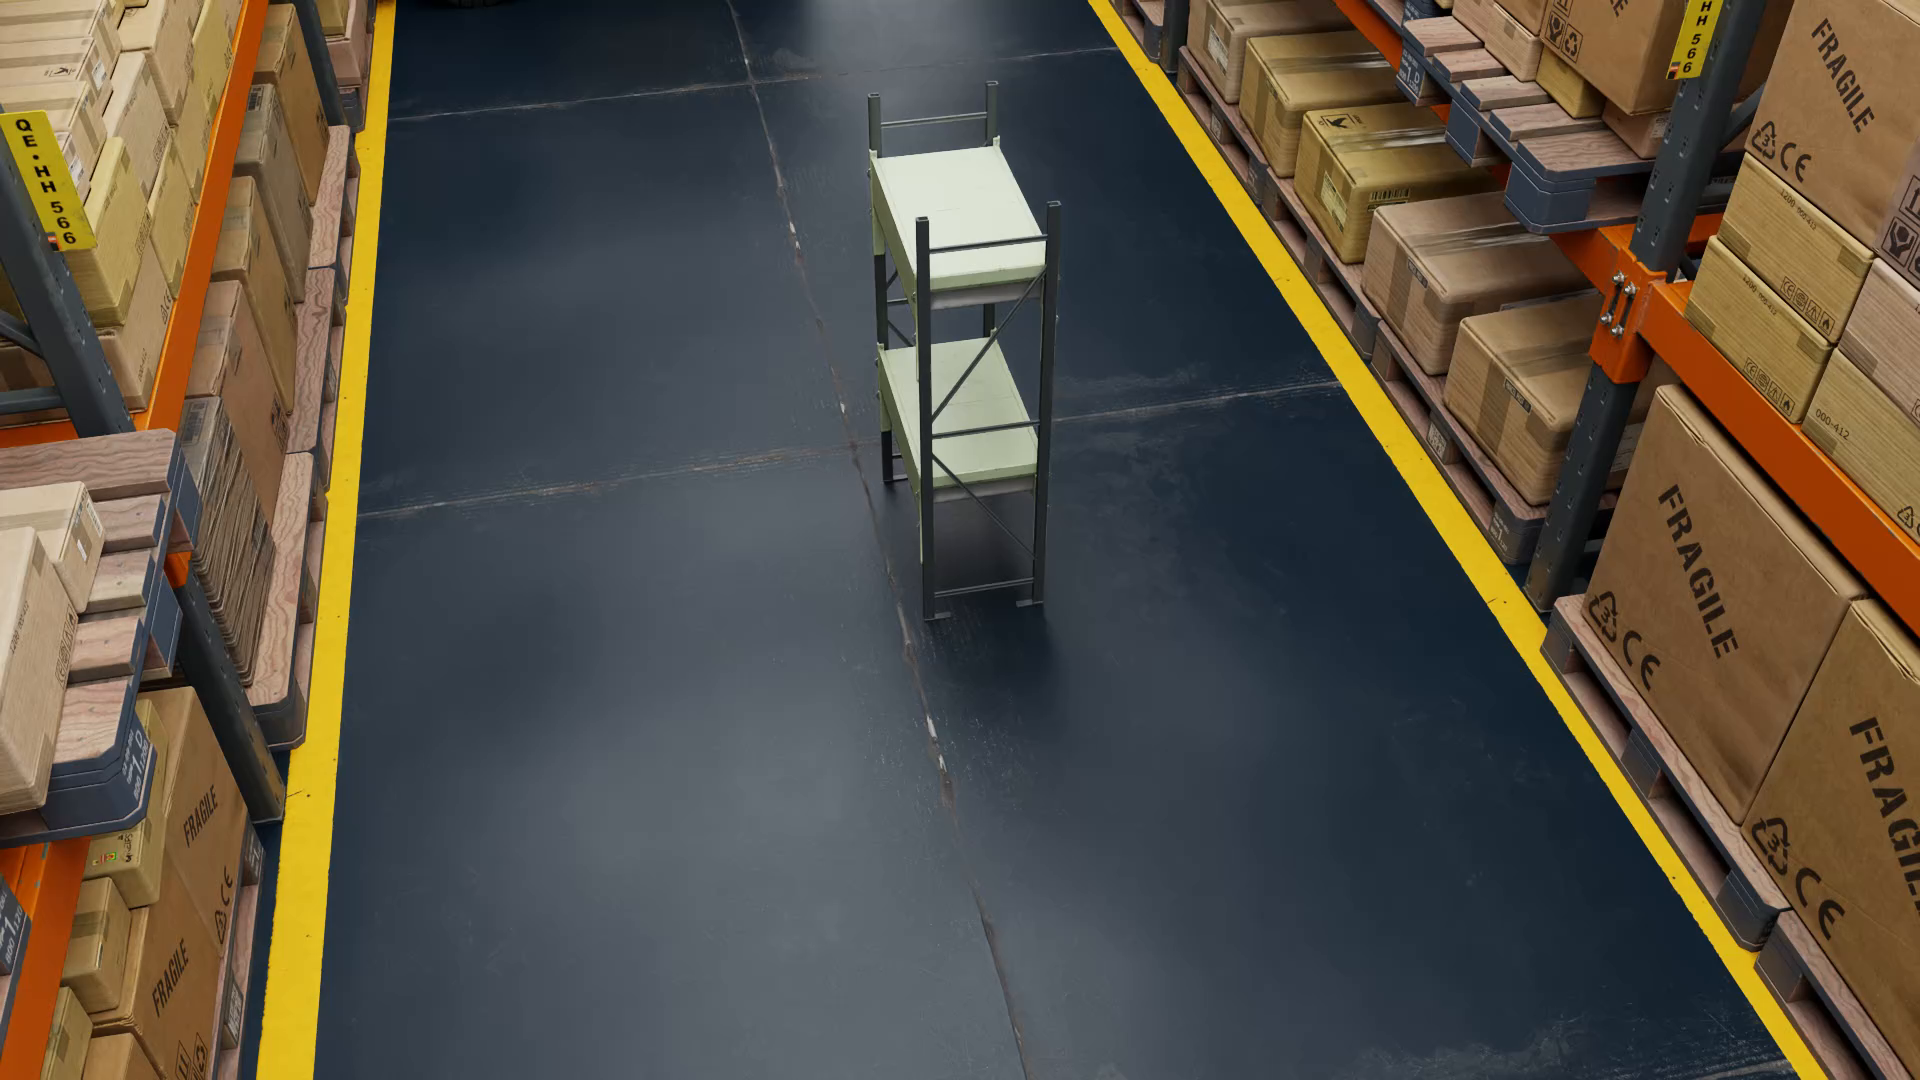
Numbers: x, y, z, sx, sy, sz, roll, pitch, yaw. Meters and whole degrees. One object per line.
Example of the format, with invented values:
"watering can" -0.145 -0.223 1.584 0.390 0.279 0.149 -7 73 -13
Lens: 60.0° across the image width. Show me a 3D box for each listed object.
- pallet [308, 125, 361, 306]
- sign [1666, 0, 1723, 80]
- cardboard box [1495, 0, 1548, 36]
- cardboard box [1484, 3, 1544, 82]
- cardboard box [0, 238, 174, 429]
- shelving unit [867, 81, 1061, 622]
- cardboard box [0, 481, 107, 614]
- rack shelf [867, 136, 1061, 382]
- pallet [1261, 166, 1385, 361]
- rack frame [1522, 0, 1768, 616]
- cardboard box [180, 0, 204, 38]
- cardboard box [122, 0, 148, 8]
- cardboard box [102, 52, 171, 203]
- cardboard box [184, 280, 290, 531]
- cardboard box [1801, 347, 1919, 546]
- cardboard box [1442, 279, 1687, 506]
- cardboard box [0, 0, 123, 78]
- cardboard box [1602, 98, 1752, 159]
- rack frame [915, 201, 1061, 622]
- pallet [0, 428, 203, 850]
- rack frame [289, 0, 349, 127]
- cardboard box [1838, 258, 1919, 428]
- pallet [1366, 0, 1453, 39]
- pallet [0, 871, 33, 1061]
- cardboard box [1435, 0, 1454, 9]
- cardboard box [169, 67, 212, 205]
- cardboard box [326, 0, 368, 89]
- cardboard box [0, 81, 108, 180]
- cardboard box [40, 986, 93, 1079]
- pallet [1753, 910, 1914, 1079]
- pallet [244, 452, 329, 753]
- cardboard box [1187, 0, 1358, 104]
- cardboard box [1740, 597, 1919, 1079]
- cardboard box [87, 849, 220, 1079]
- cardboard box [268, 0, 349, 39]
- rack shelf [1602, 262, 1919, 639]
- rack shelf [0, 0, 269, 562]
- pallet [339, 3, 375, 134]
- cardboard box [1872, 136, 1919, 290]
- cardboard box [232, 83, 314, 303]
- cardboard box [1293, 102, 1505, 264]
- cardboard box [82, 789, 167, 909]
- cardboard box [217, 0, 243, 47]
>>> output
"pallet" -3.132 -1.349 7.111 1.003 0.211 1.213 -8 42 -9
"sign" 1.852 -1.304 4.147 0.100 0.325 0.005 -8 42 -9
"cardboard box" 1.888 -1.879 4.991 0.500 0.500 0.500 -9 42 -10
"cardboard box" 1.853 -1.547 5.106 0.380 0.149 0.250 -9 42 -10
"cardboard box" -2.323 -0.537 4.209 0.500 0.250 0.500 -8 42 -9
"shelving unit" -0.001 -0.565 5.257 0.431 1.500 0.755 -8 42 -9
"cardboard box" -1.949 0.037 3.322 0.380 0.149 0.250 -8 42 -8
"rack shelf" -0.001 -0.857 4.998 0.431 0.370 0.720 -8 42 -9
"pallet" 1.953 -1.238 6.985 1.003 0.211 1.213 -8 42 -9
"rack frame" 2.380 -0.985 4.600 1.000 3.000 0.127 -8 42 -9
"cardboard box" -2.660 -1.719 5.163 0.500 0.250 0.500 -8 42 -9
"cardboard box" -2.536 -1.635 4.768 0.380 0.149 0.250 -8 42 -8
"cardboard box" -2.430 -1.049 4.409 0.500 0.250 0.500 -7 42 -8
"cardboard box" -2.736 -0.369 5.378 0.875 0.625 0.625 -7 42 -8
"cardboard box" 2.368 -0.245 3.879 0.500 0.250 0.500 -9 42 -11
"cardboard box" 2.268 -0.527 5.747 0.950 0.372 0.625 -11 43 -12
"cardboard box" -2.455 -1.303 4.394 0.380 0.149 0.250 -8 42 -9
"cardboard box" 2.079 -1.226 4.745 0.380 0.149 0.250 -7 42 -8
"rack frame" 0.078 -0.328 4.990 0.400 1.500 0.023 -8 42 -9
"pallet" -2.251 0.230 3.376 1.213 0.211 1.003 -8 42 -9
"rack frame" -3.329 -2.864 6.717 1.000 3.000 0.127 -8 42 -9
"cardboard box" 2.359 -0.416 3.696 0.500 0.250 0.500 -7 42 -8
"pallet" 1.913 -2.190 6.102 1.003 0.211 1.213 -8 42 -9
"pallet" -2.042 1.061 2.440 1.003 0.211 1.213 -8 42 -9
"cardboard box" 1.733 -1.887 5.490 0.380 0.149 0.250 -8 42 -9
"cardboard box" -2.545 -1.197 4.952 0.500 0.250 0.500 -10 42 -11
"cardboard box" -3.110 -2.353 7.897 0.500 0.250 0.500 -8 42 -9
"cardboard box" -2.306 -0.973 4.022 0.380 0.149 0.250 -7 42 -8
"cardboard box" -1.996 1.075 3.357 0.380 0.149 0.250 -7 42 -8
"pallet" 2.736 1.369 4.048 1.003 0.211 1.213 -8 42 -9
"pallet" -2.606 0.233 5.329 1.003 0.211 1.213 -8 42 -9
"cardboard box" 1.632 -2.412 7.871 0.950 0.372 0.625 -8 42 -9
"cardboard box" 2.636 0.691 3.996 0.875 0.875 0.875 -8 42 -9
"cardboard box" -2.067 1.076 3.845 0.500 0.500 0.500 -9 42 -10
"cardboard box" -3.132 -2.537 7.727 0.500 0.250 0.500 -9 42 -9
"rack shelf" 2.812 0.581 3.378 1.077 0.370 4.000 -8 42 -9
"rack shelf" -2.898 -1.298 5.495 1.077 0.370 4.000 -8 42 -9
"pallet" -3.460 -2.342 8.230 1.003 0.211 1.213 -8 42 -9
"cardboard box" 2.364 -0.721 3.474 0.500 0.500 0.500 -8 42 -9
"cardboard box" -3.046 -1.292 6.418 0.875 0.625 0.625 -9 42 -10
"cardboard box" 1.942 -1.496 6.839 0.950 0.372 0.625 -7 42 -8
"cardboard box" -2.023 0.721 3.757 0.380 0.149 0.250 -10 43 -12
"cardboard box" -2.774 -1.867 5.707 0.500 0.250 0.500 -8 42 -9
